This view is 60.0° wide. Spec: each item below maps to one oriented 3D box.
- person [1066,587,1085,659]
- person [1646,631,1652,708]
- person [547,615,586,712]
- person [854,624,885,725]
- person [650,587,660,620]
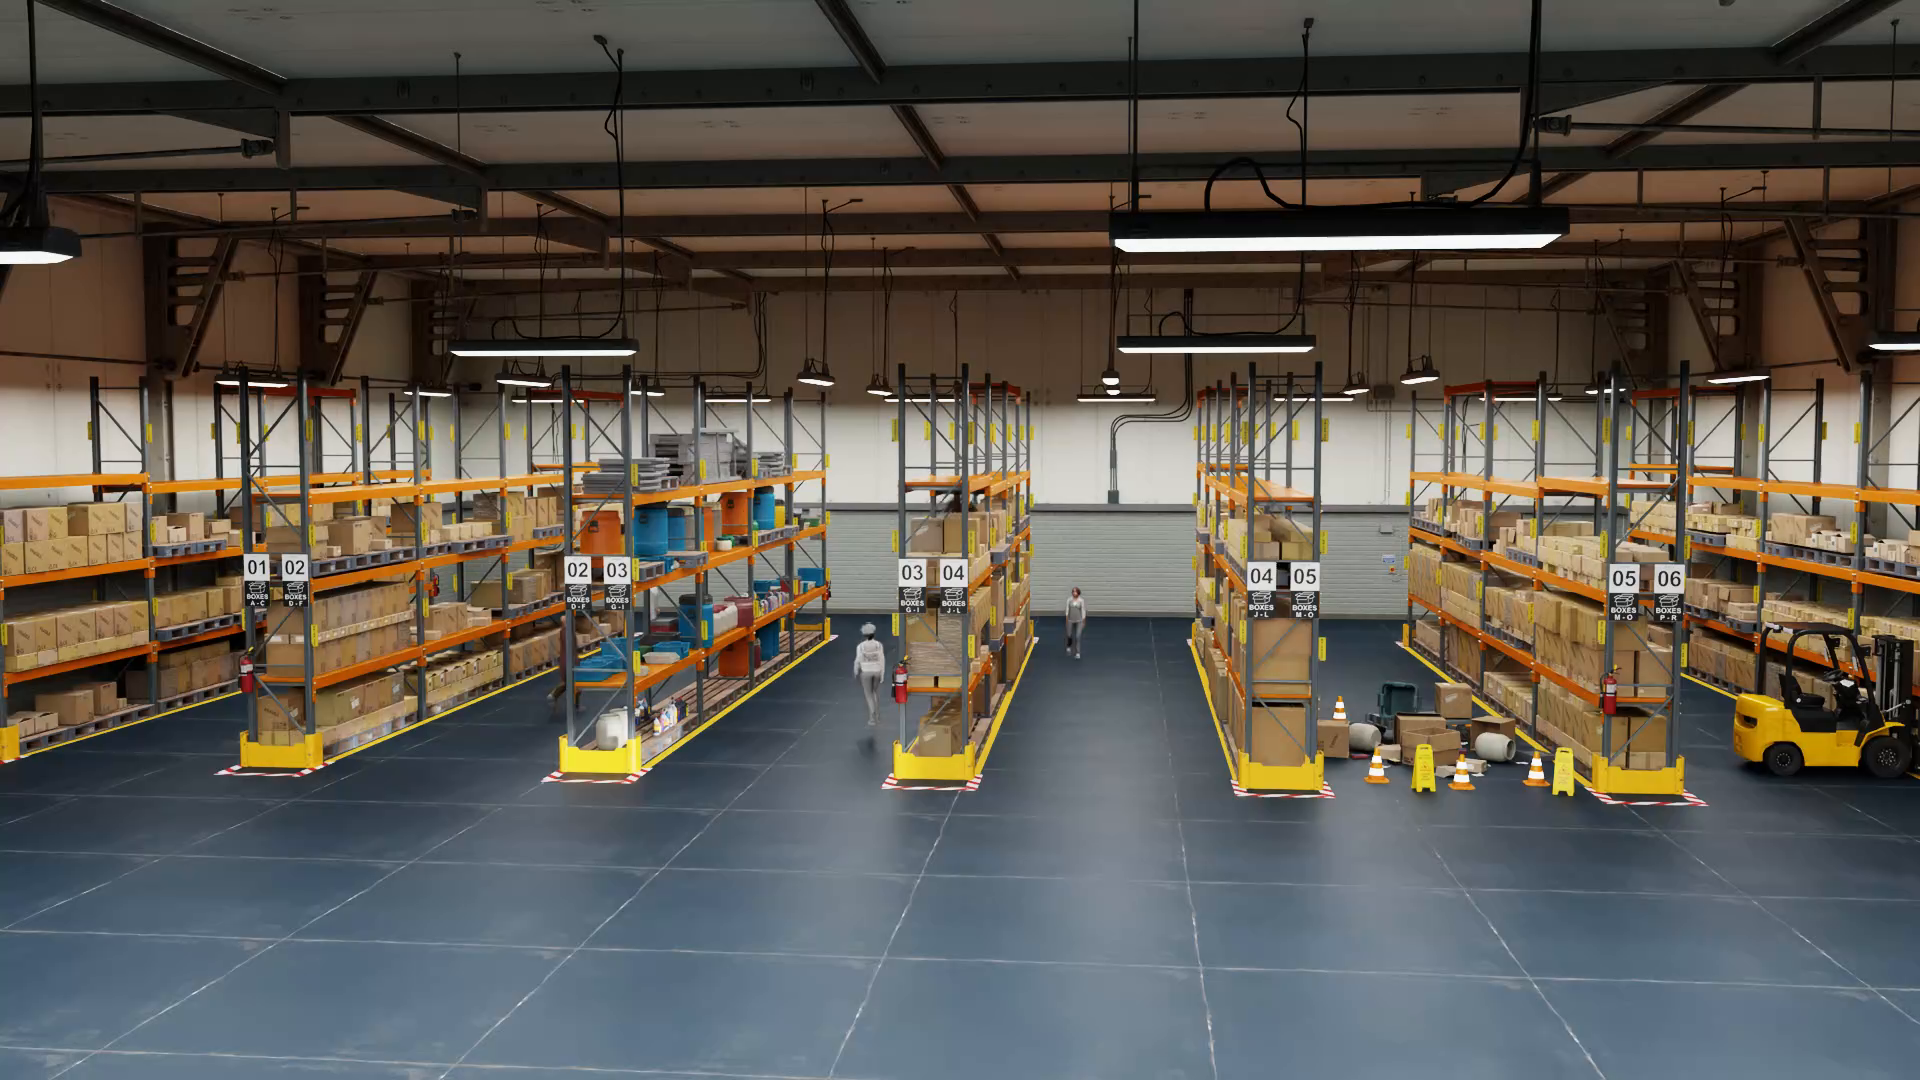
[{"bbox_3d":[2.570,1.828,36.952,0.430,1.590,0.479,0,4,1],"label":"person"},{"bbox_3d":[11.588,2.365,28.451,0.525,1.661,0.426,-3,5,-37],"label":"person"},{"bbox_3d":[-7.025,2.205,29.648,0.535,1.763,0.779,3,5,40],"label":"person"},{"bbox_3d":[-1.518,2.257,27.663,0.491,1.747,0.525,-2,4,-34],"label":"person"},{"bbox_3d":[-7.182,1.655,39.161,0.535,1.672,0.480,1,4,13],"label":"person"}]
